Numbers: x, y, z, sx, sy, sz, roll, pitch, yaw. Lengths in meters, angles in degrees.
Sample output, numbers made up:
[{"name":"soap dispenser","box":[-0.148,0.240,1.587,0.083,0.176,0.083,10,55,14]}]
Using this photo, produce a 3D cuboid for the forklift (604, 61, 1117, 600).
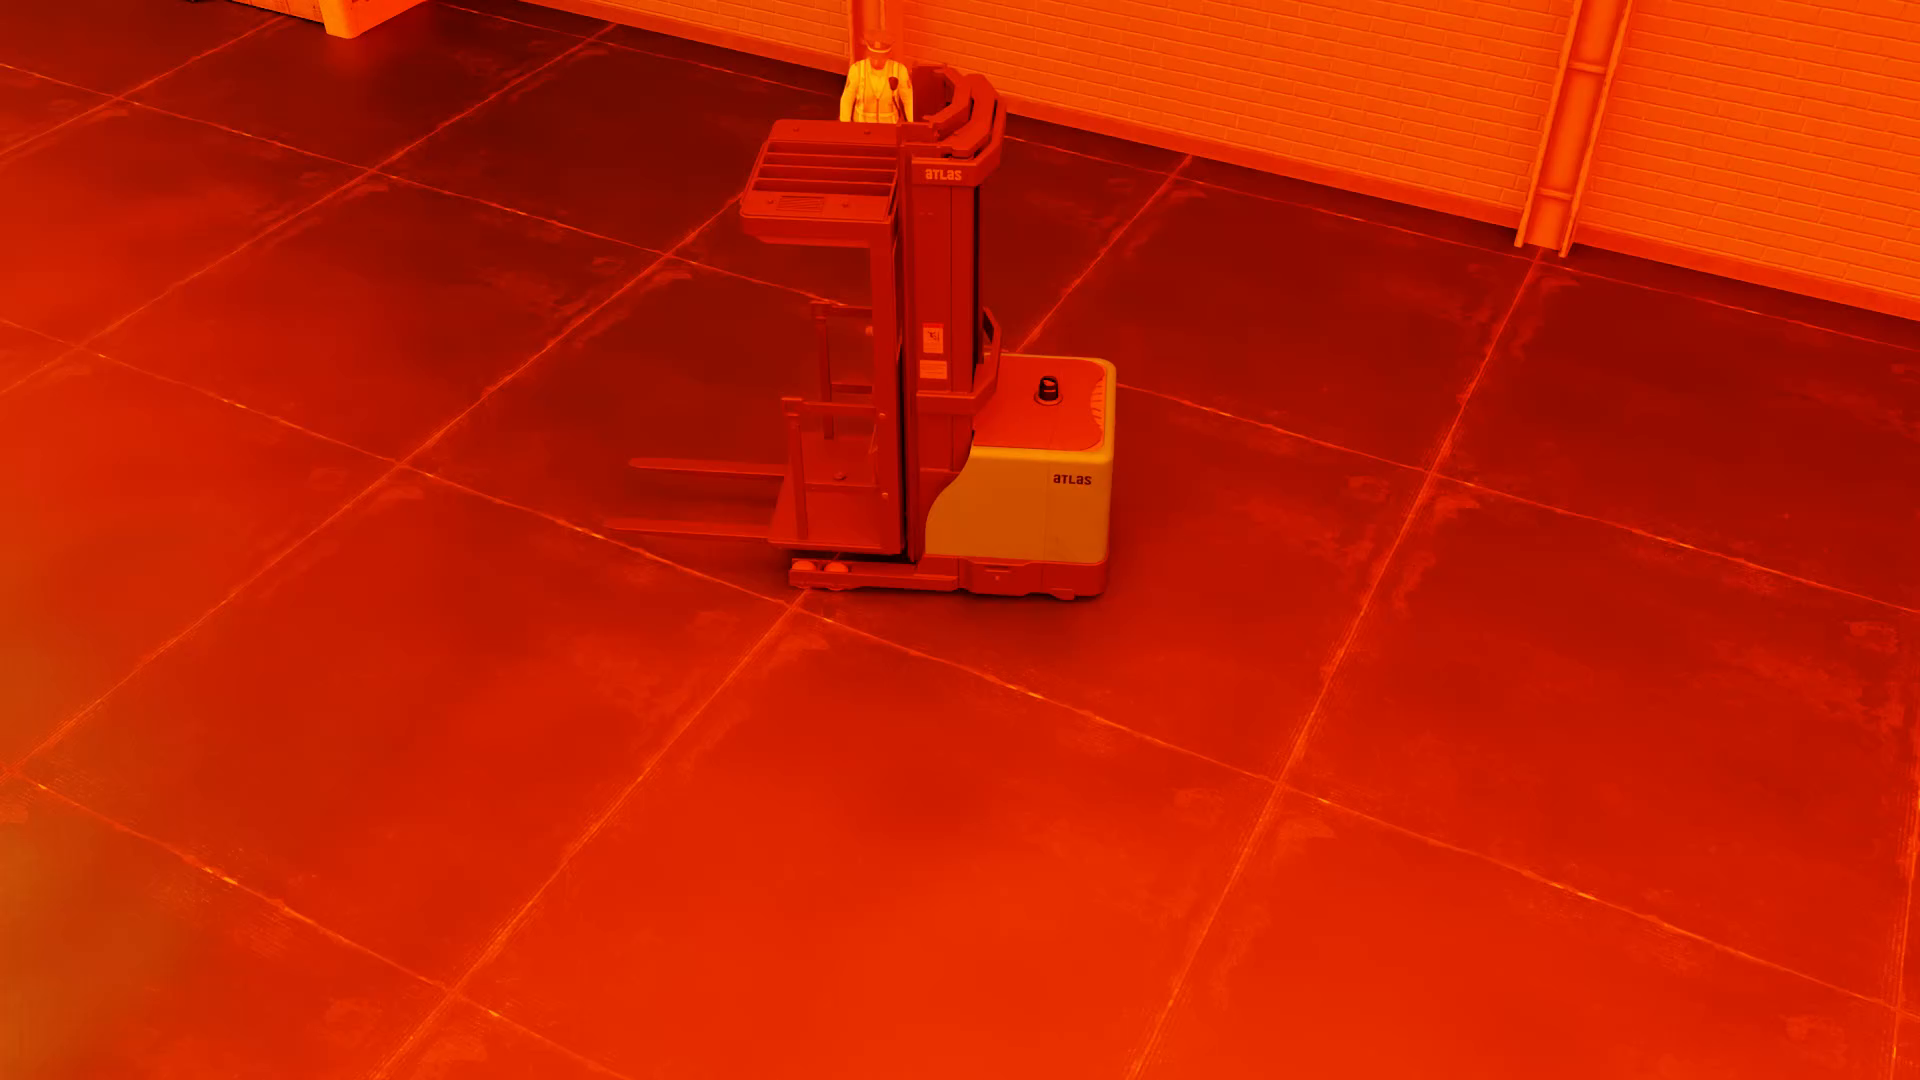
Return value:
[{"name":"forklift","box":[-0.606,-1.157,9.360,3.031,2.935,1.130,3,40,4]}]

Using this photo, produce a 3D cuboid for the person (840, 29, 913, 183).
[{"name":"person","box":[-0.607,-3.074,12.623,0.613,1.673,0.418,-2,40,-3]}]
